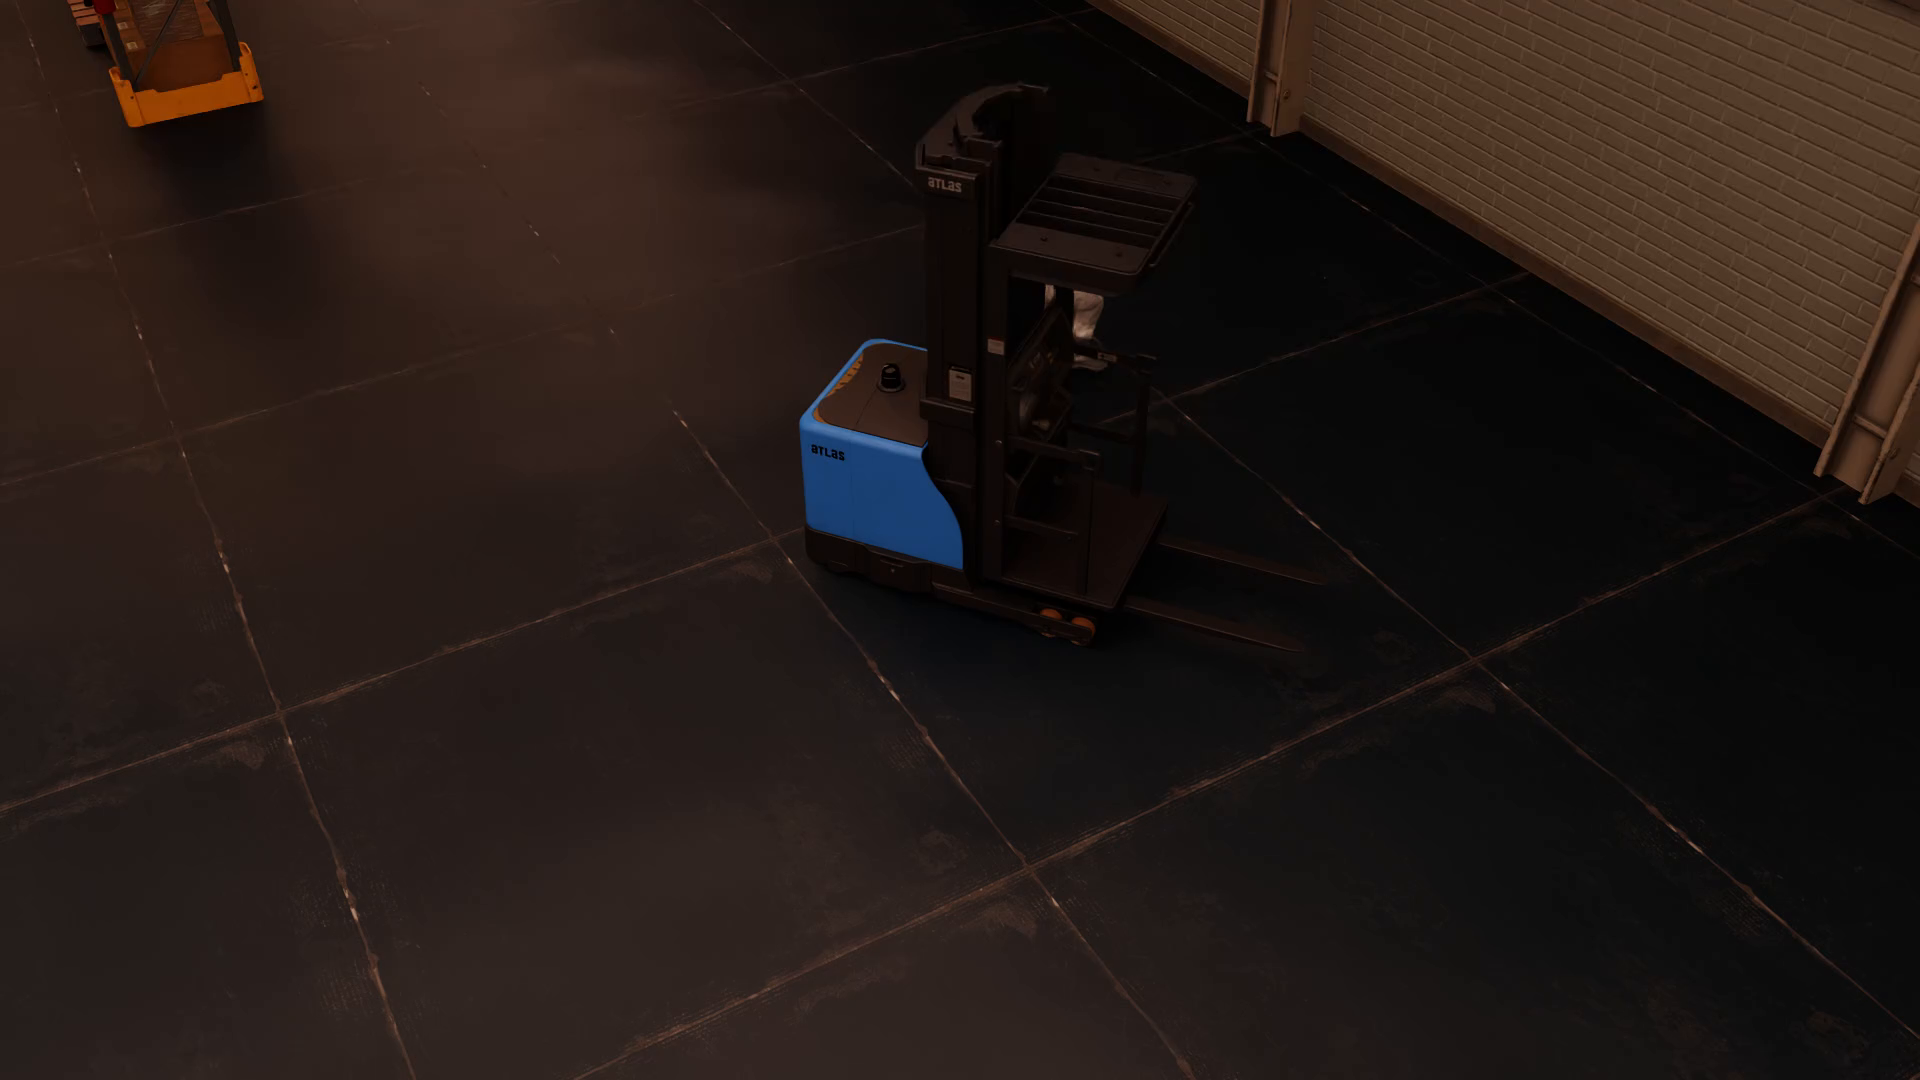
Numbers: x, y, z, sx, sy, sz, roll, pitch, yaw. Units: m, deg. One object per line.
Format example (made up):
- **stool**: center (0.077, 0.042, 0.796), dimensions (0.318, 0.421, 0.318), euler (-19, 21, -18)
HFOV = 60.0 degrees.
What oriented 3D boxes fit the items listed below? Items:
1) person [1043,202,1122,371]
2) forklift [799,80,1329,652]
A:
- **person**: center (0.907, -1.783, 11.324), dimensions (1.092, 1.489, 0.812), euler (-17, 43, -19)
- **forklift**: center (0.629, -0.906, 9.128), dimensions (3.031, 2.935, 1.130), euler (15, 42, 17)
